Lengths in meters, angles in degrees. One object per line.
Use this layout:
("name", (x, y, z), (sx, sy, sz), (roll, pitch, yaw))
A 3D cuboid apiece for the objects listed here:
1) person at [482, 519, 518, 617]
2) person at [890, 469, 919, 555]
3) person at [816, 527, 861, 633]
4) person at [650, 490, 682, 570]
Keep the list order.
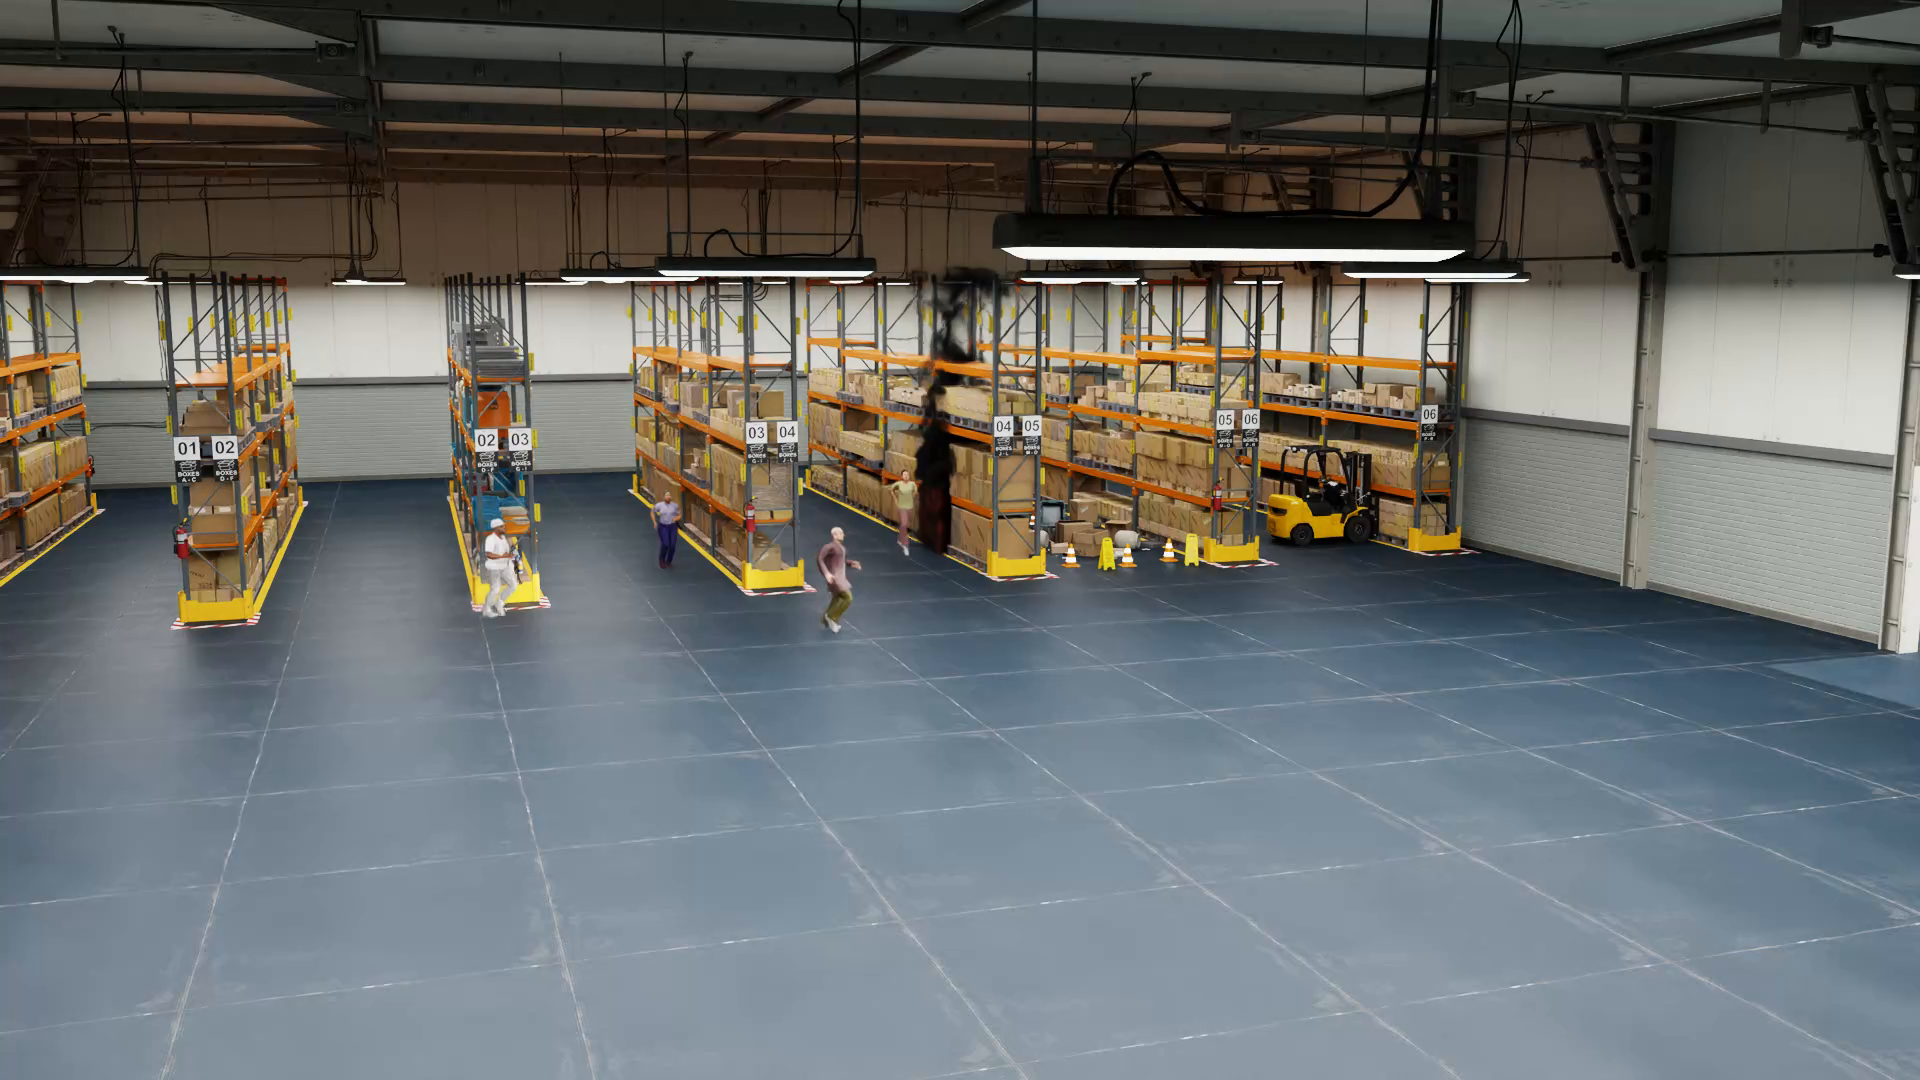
("person", (-8.031, 0.487, 29.109), (0.681, 1.738, 0.730), (3, 9, 17))
("person", (-1.128, -0.610, 34.783), (0.547, 1.768, 0.709), (-4, 9, -23))
("person", (-2.031, 0.662, 27.910), (0.714, 1.767, 0.709), (2, 9, 11))
("person", (-5.964, -0.199, 33.981), (0.582, 1.625, 0.606), (-4, 10, -25))
